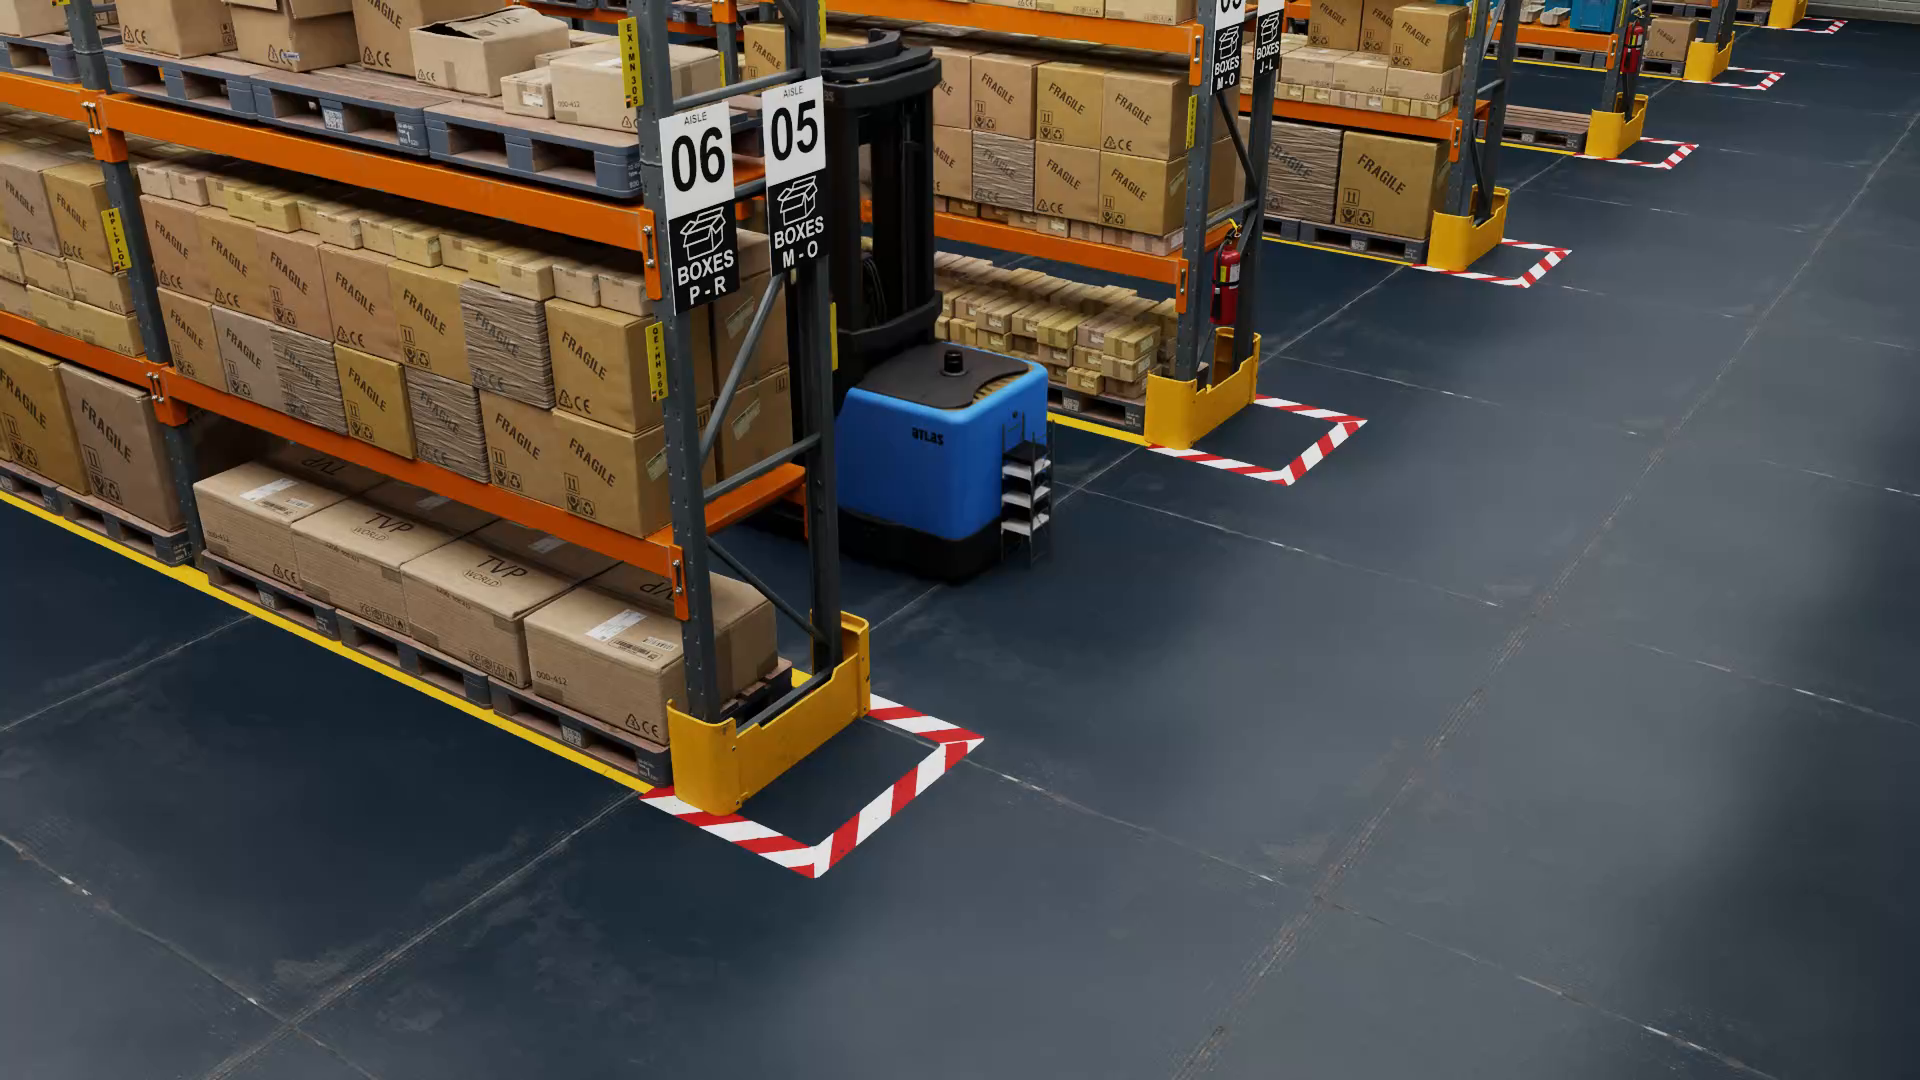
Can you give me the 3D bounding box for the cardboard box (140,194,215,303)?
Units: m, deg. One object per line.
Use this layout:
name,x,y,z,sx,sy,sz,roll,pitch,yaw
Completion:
cardboard box,-3.967,-1.614,8.901,0.500,0.500,0.500,18,32,31

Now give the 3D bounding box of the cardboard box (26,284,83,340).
cardboard box,-5.154,-1.422,9.902,0.500,0.250,0.500,17,31,30

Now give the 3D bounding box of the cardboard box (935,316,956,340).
cardboard box,-0.109,-1.658,12.553,0.250,0.149,0.380,18,32,31

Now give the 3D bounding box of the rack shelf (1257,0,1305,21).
rack shelf,2.544,-7.086,21.660,4.000,0.370,1.077,17,32,30

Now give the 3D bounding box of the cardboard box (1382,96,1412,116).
cardboard box,3.991,-3.937,14.956,0.250,0.149,0.380,18,32,31

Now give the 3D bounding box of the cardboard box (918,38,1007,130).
cardboard box,-0.013,-3.228,11.745,0.500,0.500,0.500,16,31,29

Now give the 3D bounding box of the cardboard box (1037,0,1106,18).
cardboard box,0.845,-3.602,10.879,0.500,0.250,0.500,17,32,30

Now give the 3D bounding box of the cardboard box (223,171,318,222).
cardboard box,-3.484,-1.741,8.437,0.250,0.149,0.380,17,32,30

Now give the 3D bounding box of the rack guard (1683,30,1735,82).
rack guard,10.235,-6.622,22.712,0.348,0.500,1.175,17,32,30

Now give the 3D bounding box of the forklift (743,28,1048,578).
forklift,-0.968,-1.586,10.135,3.031,2.935,1.130,17,31,29

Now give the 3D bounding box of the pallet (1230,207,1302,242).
pallet,2.981,-3.261,16.425,1.213,0.211,1.003,17,32,30

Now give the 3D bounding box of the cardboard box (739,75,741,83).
cardboard box,-1.944,-3.584,13.142,0.250,0.149,0.380,19,33,33

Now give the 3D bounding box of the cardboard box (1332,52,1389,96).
cardboard box,3.719,-4.236,15.103,0.500,0.250,0.500,17,31,29

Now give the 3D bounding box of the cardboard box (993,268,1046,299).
cardboard box,0.459,-1.960,12.818,0.250,0.149,0.380,18,32,31

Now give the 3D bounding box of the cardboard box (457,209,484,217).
cardboard box,-2.315,-1.697,8.350,0.250,0.149,0.380,16,31,29

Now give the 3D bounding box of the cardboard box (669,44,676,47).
cardboard box,-2.633,-4.158,14.272,0.250,0.149,0.380,19,32,32

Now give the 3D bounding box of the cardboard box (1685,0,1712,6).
cardboard box,12.053,-8.914,26.751,0.500,0.500,0.700,17,32,30

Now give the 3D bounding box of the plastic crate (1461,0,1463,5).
plastic crate,5.799,-6.468,19.876,0.466,0.136,0.293,17,32,30

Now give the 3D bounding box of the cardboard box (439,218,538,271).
cardboard box,-2.177,-1.371,7.708,0.250,0.149,0.380,17,32,30

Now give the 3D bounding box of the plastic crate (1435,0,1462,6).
plastic crate,5.652,-6.250,19.342,0.300,0.233,0.416,17,32,30

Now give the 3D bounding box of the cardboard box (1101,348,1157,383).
cardboard box,1.198,-1.264,11.779,0.250,0.149,0.380,16,31,29

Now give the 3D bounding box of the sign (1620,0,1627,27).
sign,7.192,-5.729,18.020,0.005,0.325,0.100,17,32,30

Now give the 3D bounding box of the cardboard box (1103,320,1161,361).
cardboard box,1.215,-1.409,11.736,0.250,0.149,0.380,18,32,31

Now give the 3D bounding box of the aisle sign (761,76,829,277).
aisle sign,-0.701,-1.558,7.138,0.004,0.787,0.394,17,32,30

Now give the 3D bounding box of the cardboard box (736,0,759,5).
cardboard box,-2.376,-6.424,18.993,0.500,0.500,0.500,13,30,24

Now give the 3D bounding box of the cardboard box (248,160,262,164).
cardboard box,-3.632,-2.047,9.038,0.250,0.149,0.380,18,32,32

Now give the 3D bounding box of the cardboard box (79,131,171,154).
cardboard box,-4.857,-2.167,9.989,0.500,0.500,0.500,17,32,30

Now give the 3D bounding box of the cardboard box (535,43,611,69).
cardboard box,-1.691,-2.131,7.527,0.250,0.149,0.380,19,32,32

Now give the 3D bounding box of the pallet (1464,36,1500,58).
pallet,7.566,-7.325,24.410,1.213,0.211,1.003,17,32,30

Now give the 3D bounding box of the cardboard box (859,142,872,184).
cardboard box,-0.430,-2.902,12.206,0.500,0.500,0.500,17,31,29

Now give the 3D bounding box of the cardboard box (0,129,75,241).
cardboard box,-5.570,-2.115,9.886,0.500,0.500,0.500,18,32,32

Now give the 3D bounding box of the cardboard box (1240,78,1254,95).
cardboard box,2.730,-4.330,15.727,0.250,0.149,0.380,16,31,29

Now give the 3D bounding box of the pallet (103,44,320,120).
pallet,-3.553,-2.420,8.488,1.213,0.211,1.003,17,32,30

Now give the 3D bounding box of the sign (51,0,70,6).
sign,-4.521,-2.839,8.297,0.005,0.325,0.100,17,32,30

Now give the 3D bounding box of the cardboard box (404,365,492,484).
cardboard box,-2.307,-0.642,8.094,0.500,0.500,0.500,18,32,32

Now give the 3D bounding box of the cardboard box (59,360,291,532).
cardboard box,-4.778,-0.706,10.210,0.875,0.875,0.875,18,32,32

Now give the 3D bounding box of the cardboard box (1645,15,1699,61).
cardboard box,9.710,-6.847,22.667,0.500,0.500,0.500,17,32,30

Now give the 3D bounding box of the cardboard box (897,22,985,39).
cardboard box,-0.119,-3.549,12.375,0.500,0.500,0.500,18,32,32

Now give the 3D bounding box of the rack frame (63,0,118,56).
rack frame,-4.222,-4.010,8.208,0.127,3.000,1.000,17,32,30

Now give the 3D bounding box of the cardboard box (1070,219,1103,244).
cardboard box,0.967,-2.189,11.521,0.250,0.149,0.380,17,32,30

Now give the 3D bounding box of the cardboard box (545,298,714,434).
cardboard box,-1.457,-0.834,7.370,0.500,0.500,0.500,18,32,32

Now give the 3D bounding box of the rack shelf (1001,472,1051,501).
rack shelf,0.397,-0.332,9.786,0.200,0.077,0.258,17,31,29

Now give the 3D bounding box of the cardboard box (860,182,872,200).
cardboard box,-0.558,-2.657,12.442,0.250,0.149,0.380,18,32,31

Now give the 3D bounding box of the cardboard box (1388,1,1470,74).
cardboard box,4.136,-4.441,14.680,0.500,0.500,0.500,18,32,31

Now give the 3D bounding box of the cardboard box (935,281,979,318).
cardboard box,-0.062,-1.818,12.540,0.250,0.149,0.380,17,32,31

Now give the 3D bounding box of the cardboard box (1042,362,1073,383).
cardboard box,0.804,-1.288,12.154,0.250,0.149,0.380,17,32,30

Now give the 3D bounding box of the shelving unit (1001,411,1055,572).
shelving unit,0.397,-0.282,9.811,0.210,0.900,0.258,17,31,29

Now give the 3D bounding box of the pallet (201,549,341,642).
pallet,-3.639,0.131,9.760,1.213,0.211,1.003,17,32,30

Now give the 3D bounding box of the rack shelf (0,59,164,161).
rack shelf,-5.871,-2.866,10.061,4.000,0.370,1.077,17,32,30
